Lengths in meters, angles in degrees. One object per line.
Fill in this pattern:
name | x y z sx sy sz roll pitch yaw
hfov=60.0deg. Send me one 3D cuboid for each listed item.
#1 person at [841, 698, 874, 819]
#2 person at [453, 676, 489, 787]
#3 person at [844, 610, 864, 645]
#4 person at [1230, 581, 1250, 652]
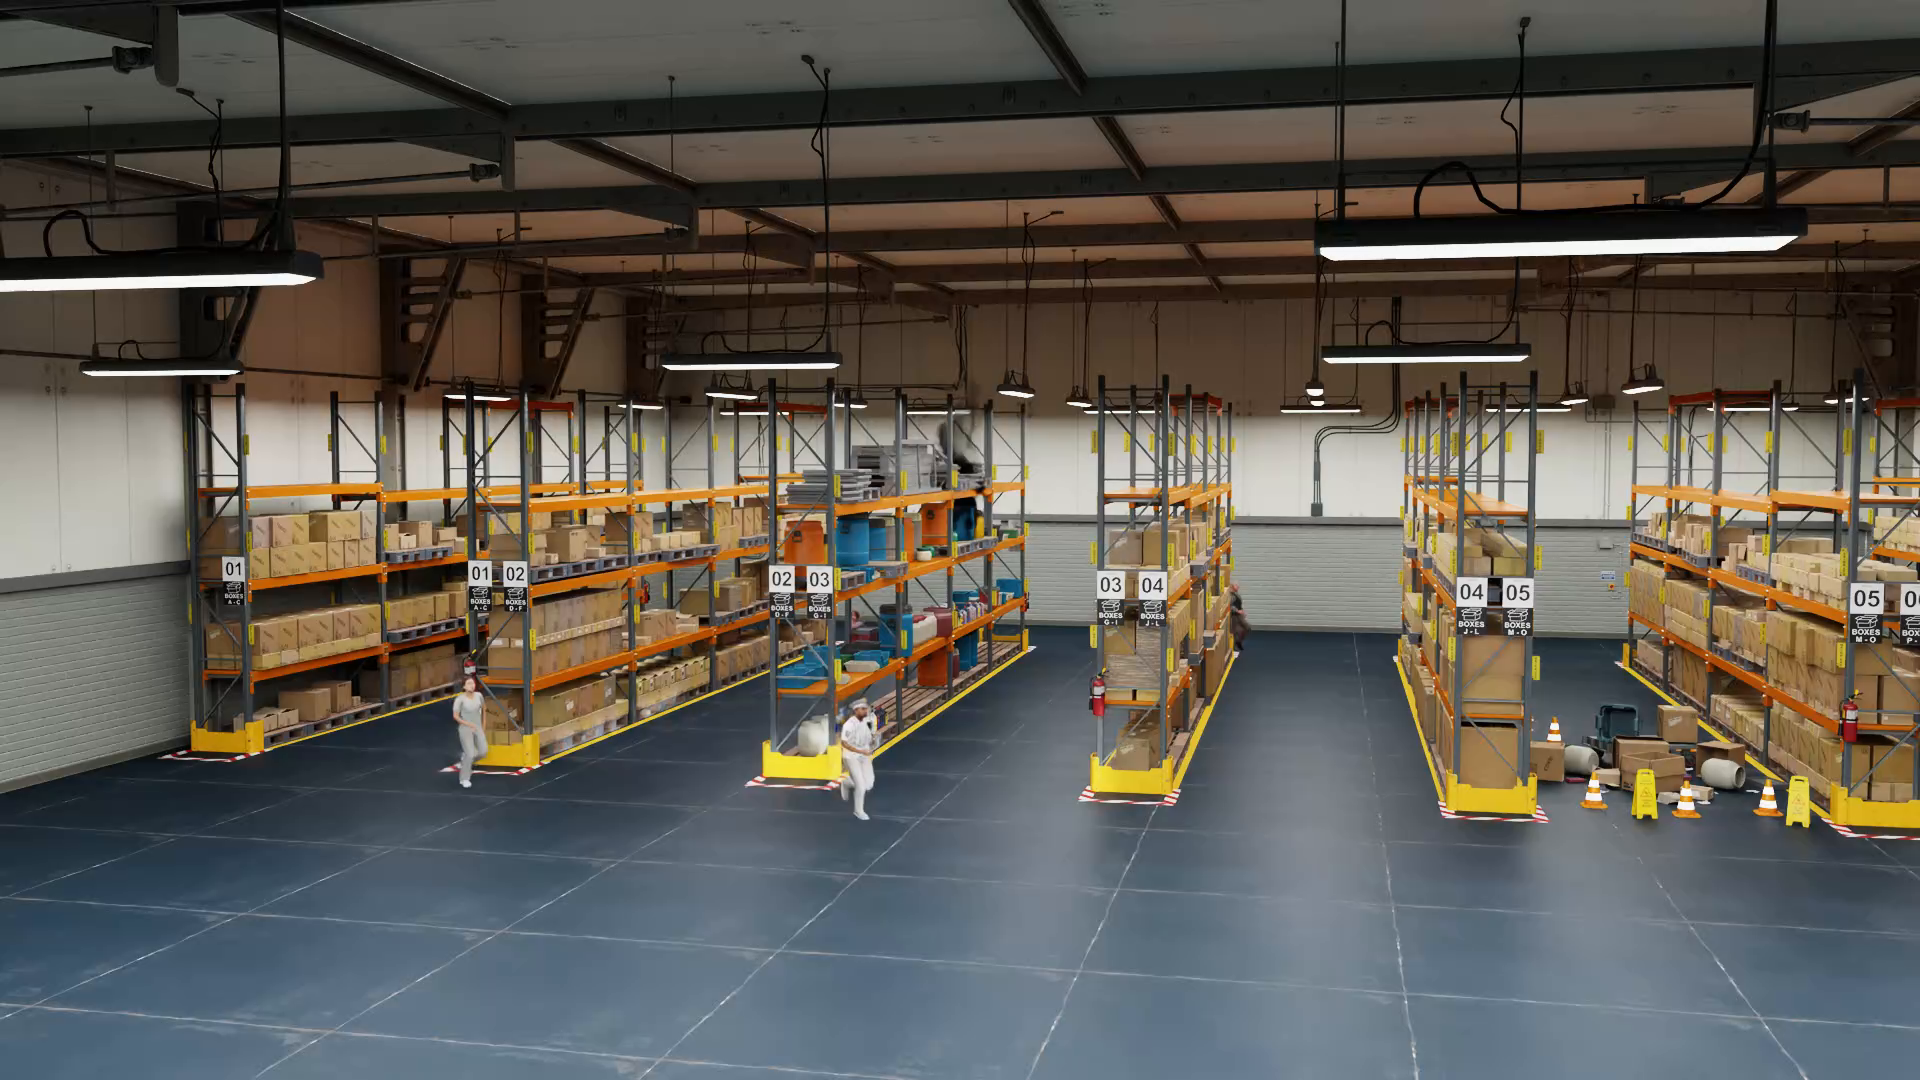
person | -1.358 2.924 22.327 0.638 1.652 0.612 3 4 41
person | -7.162 2.803 24.403 0.624 1.631 0.599 3 5 44
person | -2.184 2.259 34.551 0.541 1.570 0.790 1 3 13
person | 6.671 1.856 40.262 0.661 1.709 0.674 2 4 27
